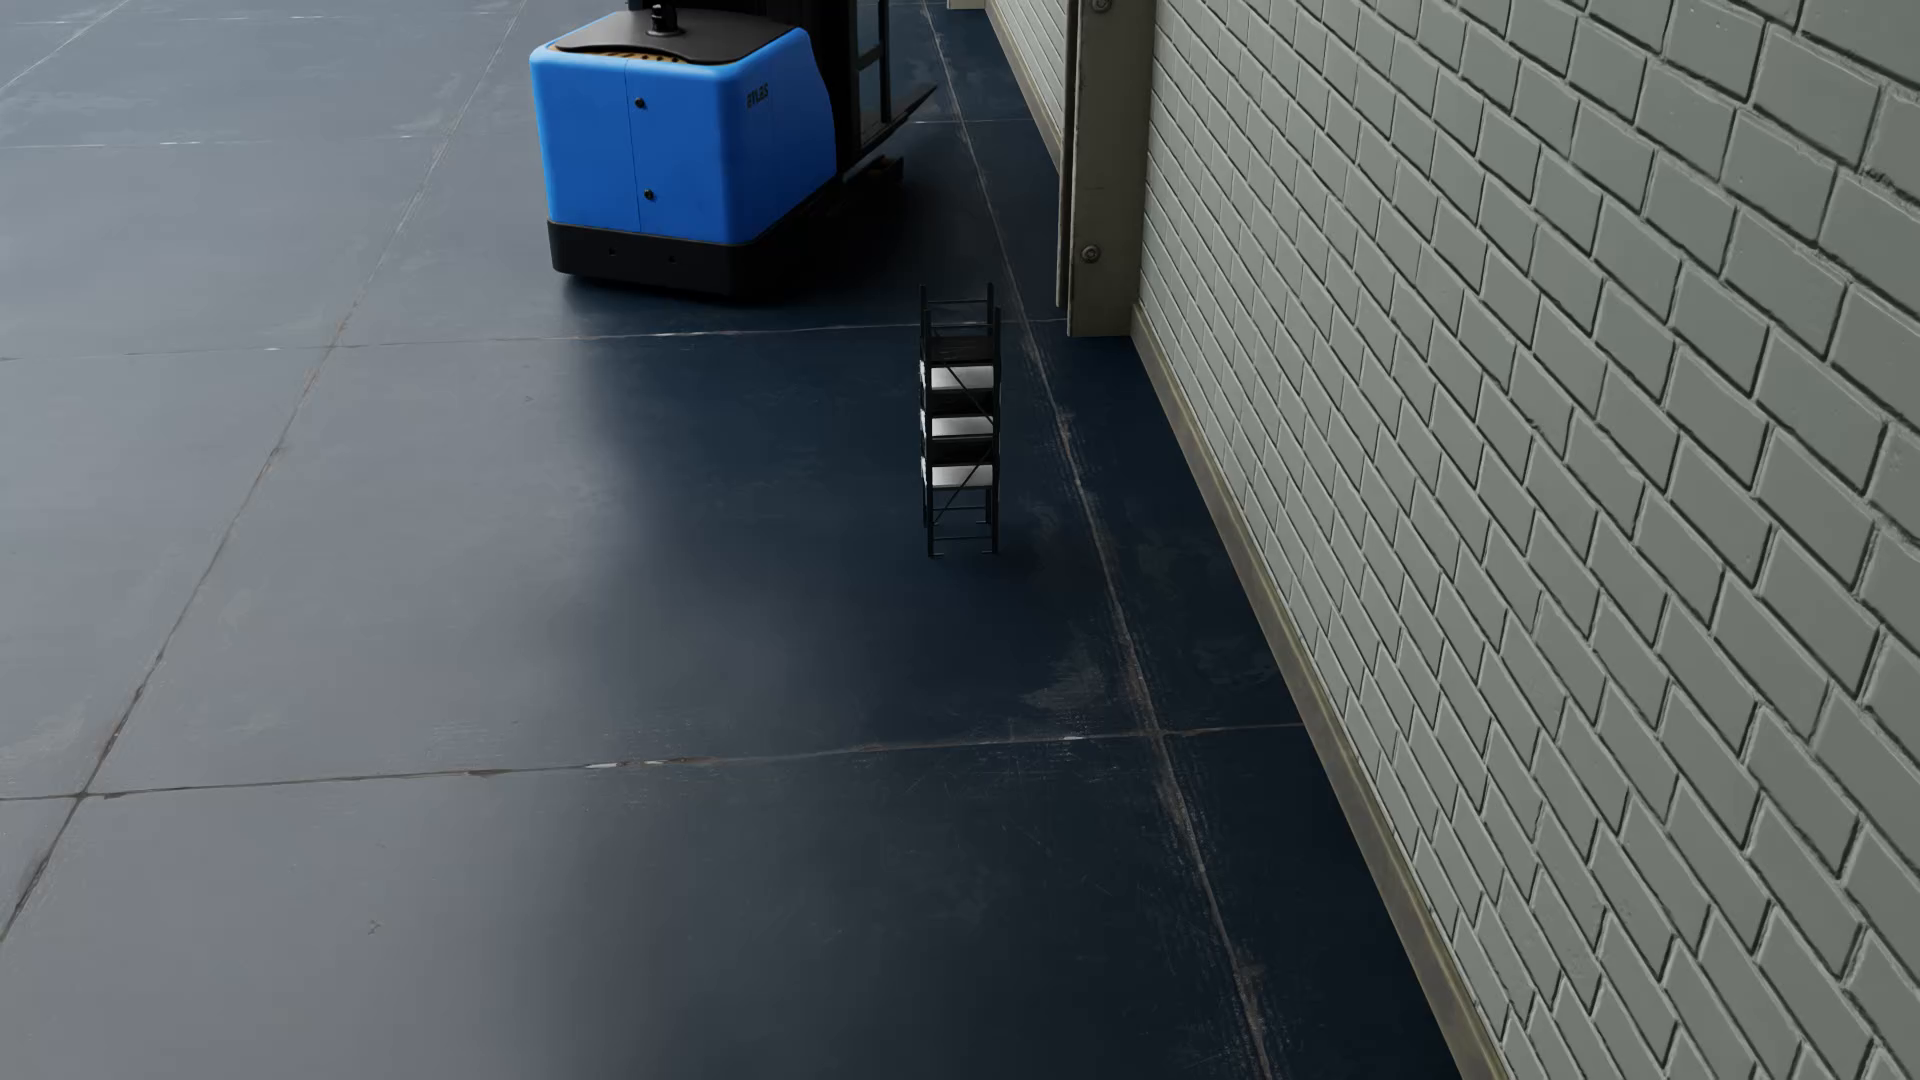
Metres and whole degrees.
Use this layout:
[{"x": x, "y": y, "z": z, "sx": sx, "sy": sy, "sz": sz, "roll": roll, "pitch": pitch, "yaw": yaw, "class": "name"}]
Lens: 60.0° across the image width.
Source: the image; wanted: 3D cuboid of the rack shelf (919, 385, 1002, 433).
[{"x": -0.001, "y": -0.439, "z": 5.497, "sx": 0.258, "sy": 0.077, "sz": 0.200, "roll": -3, "pitch": 31, "yaw": -5, "class": "rack shelf"}]

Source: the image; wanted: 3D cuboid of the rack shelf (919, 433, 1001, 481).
[{"x": -0.001, "y": -0.285, "z": 5.589, "sx": 0.258, "sy": 0.077, "sz": 0.200, "roll": -3, "pitch": 31, "yaw": -5, "class": "rack shelf"}]

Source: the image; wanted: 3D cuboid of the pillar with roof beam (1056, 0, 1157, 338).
[{"x": -3.679, "y": -4.645, "z": 4.752, "sx": 9.100, "sy": 9.000, "sz": 0.400, "roll": -3, "pitch": 31, "yaw": -5, "class": "pillar with roof beam"}]

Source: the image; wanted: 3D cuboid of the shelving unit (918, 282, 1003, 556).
[{"x": -0.001, "y": -0.390, "z": 5.526, "sx": 0.258, "sy": 0.900, "sz": 0.210, "roll": -3, "pitch": 31, "yaw": -5, "class": "shelving unit"}]

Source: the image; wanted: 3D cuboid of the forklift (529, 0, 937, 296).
[{"x": -0.940, "y": -3.093, "z": 8.070, "sx": 1.130, "sy": 2.935, "sz": 3.031, "roll": 10, "pitch": 32, "yaw": 16, "class": "forklift"}]

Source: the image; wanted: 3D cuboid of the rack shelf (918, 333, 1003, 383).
[{"x": -0.001, "y": -0.594, "z": 5.405, "sx": 0.258, "sy": 0.077, "sz": 0.200, "roll": -3, "pitch": 31, "yaw": -5, "class": "rack shelf"}]

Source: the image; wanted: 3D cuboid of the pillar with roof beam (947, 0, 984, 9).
[{"x": -4.239, "y": -7.709, "z": 9.880, "sx": 9.100, "sy": 9.000, "sz": 0.400, "roll": -3, "pitch": 31, "yaw": -5, "class": "pillar with roof beam"}]

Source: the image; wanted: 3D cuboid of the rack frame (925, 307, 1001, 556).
[{"x": 0.009, "y": -0.339, "z": 5.439, "sx": 0.240, "sy": 0.900, "sz": 0.006, "roll": -3, "pitch": 31, "yaw": -5, "class": "rack frame"}]

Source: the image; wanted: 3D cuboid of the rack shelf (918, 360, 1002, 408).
[{"x": -0.001, "y": -0.516, "z": 5.451, "sx": 0.258, "sy": 0.077, "sz": 0.200, "roll": -3, "pitch": 31, "yaw": -5, "class": "rack shelf"}]

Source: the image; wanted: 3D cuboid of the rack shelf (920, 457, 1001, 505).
[{"x": -0.001, "y": -0.207, "z": 5.636, "sx": 0.258, "sy": 0.077, "sz": 0.200, "roll": -3, "pitch": 31, "yaw": -5, "class": "rack shelf"}]

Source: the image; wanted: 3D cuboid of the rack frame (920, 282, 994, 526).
[{"x": -0.010, "y": -0.442, "z": 5.613, "sx": 0.240, "sy": 0.900, "sz": 0.006, "roll": -3, "pitch": 31, "yaw": -5, "class": "rack frame"}]

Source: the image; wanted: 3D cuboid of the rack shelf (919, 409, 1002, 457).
[{"x": -0.001, "y": -0.362, "z": 5.543, "sx": 0.258, "sy": 0.077, "sz": 0.200, "roll": -3, "pitch": 31, "yaw": -5, "class": "rack shelf"}]
